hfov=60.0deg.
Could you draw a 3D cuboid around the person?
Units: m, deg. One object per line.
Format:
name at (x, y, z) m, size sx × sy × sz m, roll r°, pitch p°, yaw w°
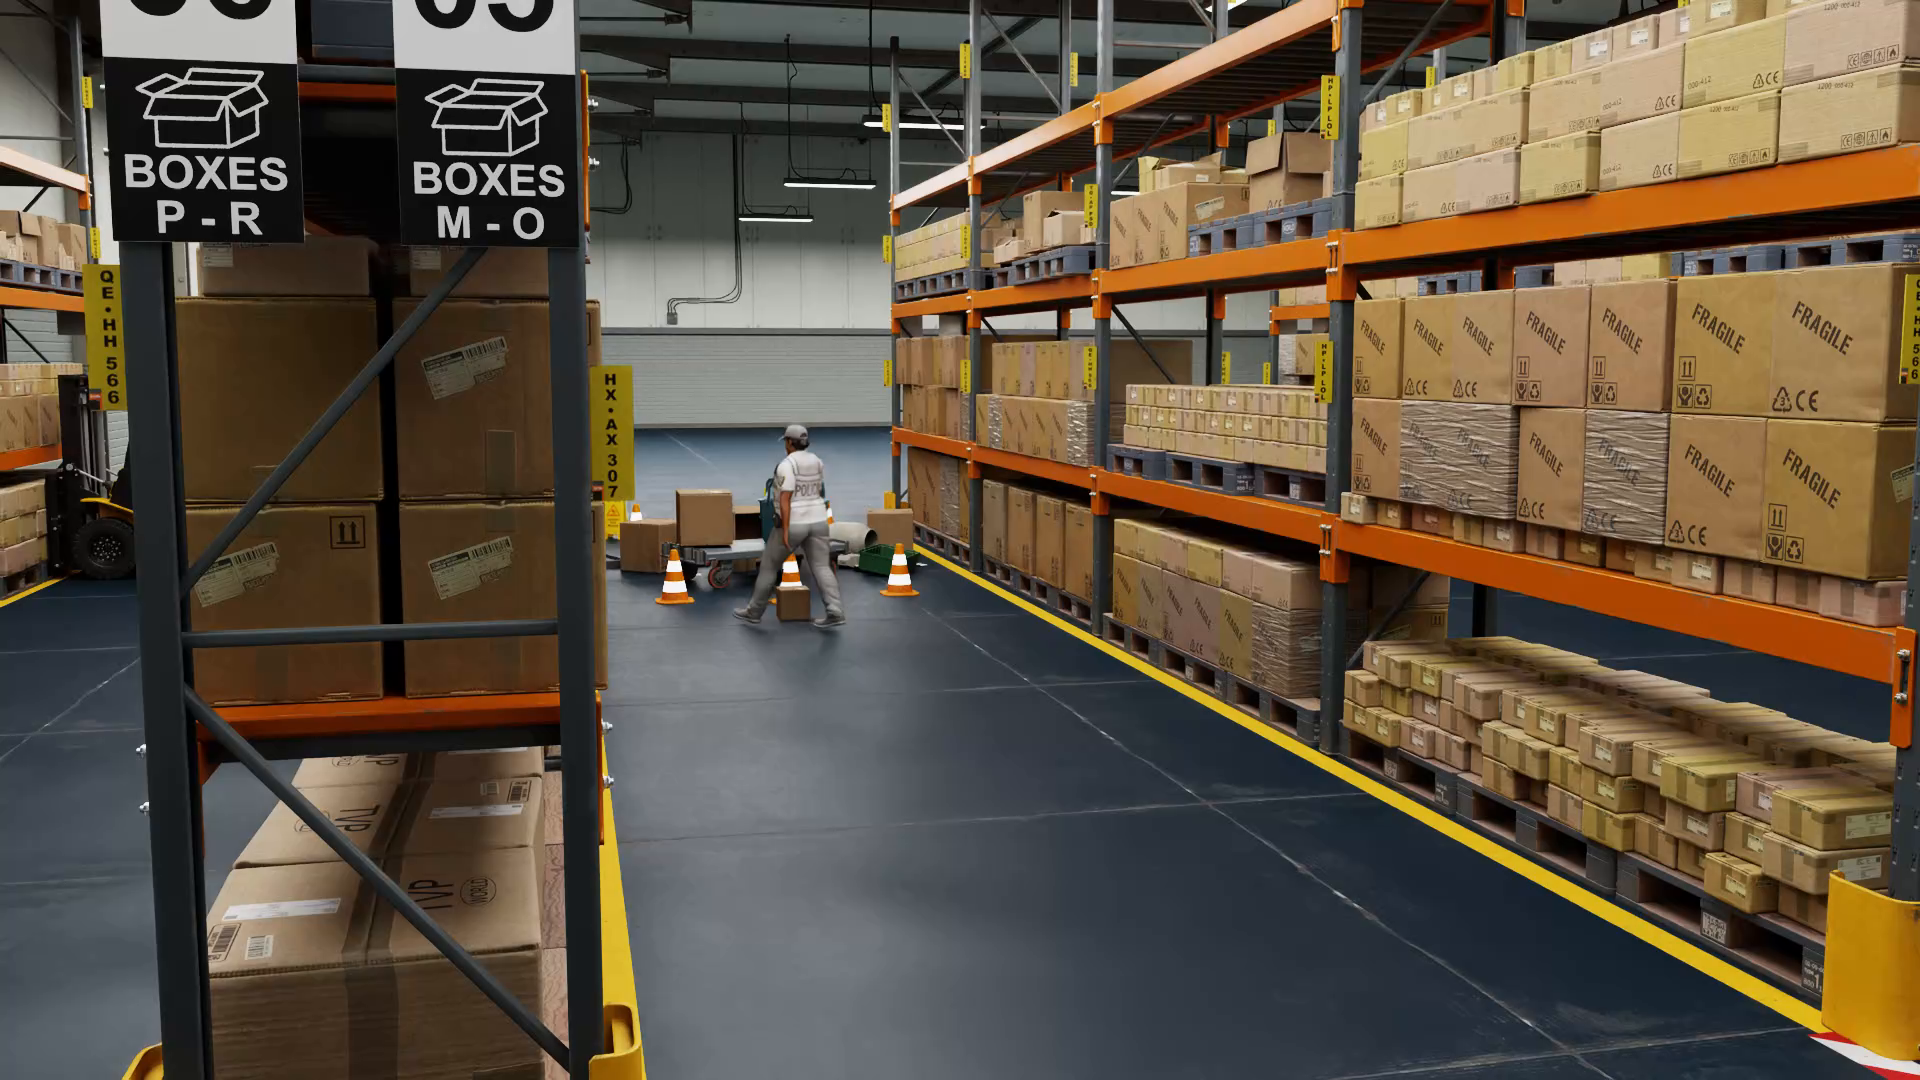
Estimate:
person at (-1.354, -0.120, 13.295) m, size 0.556 × 1.611 × 0.941 m, roll -5°, pitch 8°, yaw -41°
